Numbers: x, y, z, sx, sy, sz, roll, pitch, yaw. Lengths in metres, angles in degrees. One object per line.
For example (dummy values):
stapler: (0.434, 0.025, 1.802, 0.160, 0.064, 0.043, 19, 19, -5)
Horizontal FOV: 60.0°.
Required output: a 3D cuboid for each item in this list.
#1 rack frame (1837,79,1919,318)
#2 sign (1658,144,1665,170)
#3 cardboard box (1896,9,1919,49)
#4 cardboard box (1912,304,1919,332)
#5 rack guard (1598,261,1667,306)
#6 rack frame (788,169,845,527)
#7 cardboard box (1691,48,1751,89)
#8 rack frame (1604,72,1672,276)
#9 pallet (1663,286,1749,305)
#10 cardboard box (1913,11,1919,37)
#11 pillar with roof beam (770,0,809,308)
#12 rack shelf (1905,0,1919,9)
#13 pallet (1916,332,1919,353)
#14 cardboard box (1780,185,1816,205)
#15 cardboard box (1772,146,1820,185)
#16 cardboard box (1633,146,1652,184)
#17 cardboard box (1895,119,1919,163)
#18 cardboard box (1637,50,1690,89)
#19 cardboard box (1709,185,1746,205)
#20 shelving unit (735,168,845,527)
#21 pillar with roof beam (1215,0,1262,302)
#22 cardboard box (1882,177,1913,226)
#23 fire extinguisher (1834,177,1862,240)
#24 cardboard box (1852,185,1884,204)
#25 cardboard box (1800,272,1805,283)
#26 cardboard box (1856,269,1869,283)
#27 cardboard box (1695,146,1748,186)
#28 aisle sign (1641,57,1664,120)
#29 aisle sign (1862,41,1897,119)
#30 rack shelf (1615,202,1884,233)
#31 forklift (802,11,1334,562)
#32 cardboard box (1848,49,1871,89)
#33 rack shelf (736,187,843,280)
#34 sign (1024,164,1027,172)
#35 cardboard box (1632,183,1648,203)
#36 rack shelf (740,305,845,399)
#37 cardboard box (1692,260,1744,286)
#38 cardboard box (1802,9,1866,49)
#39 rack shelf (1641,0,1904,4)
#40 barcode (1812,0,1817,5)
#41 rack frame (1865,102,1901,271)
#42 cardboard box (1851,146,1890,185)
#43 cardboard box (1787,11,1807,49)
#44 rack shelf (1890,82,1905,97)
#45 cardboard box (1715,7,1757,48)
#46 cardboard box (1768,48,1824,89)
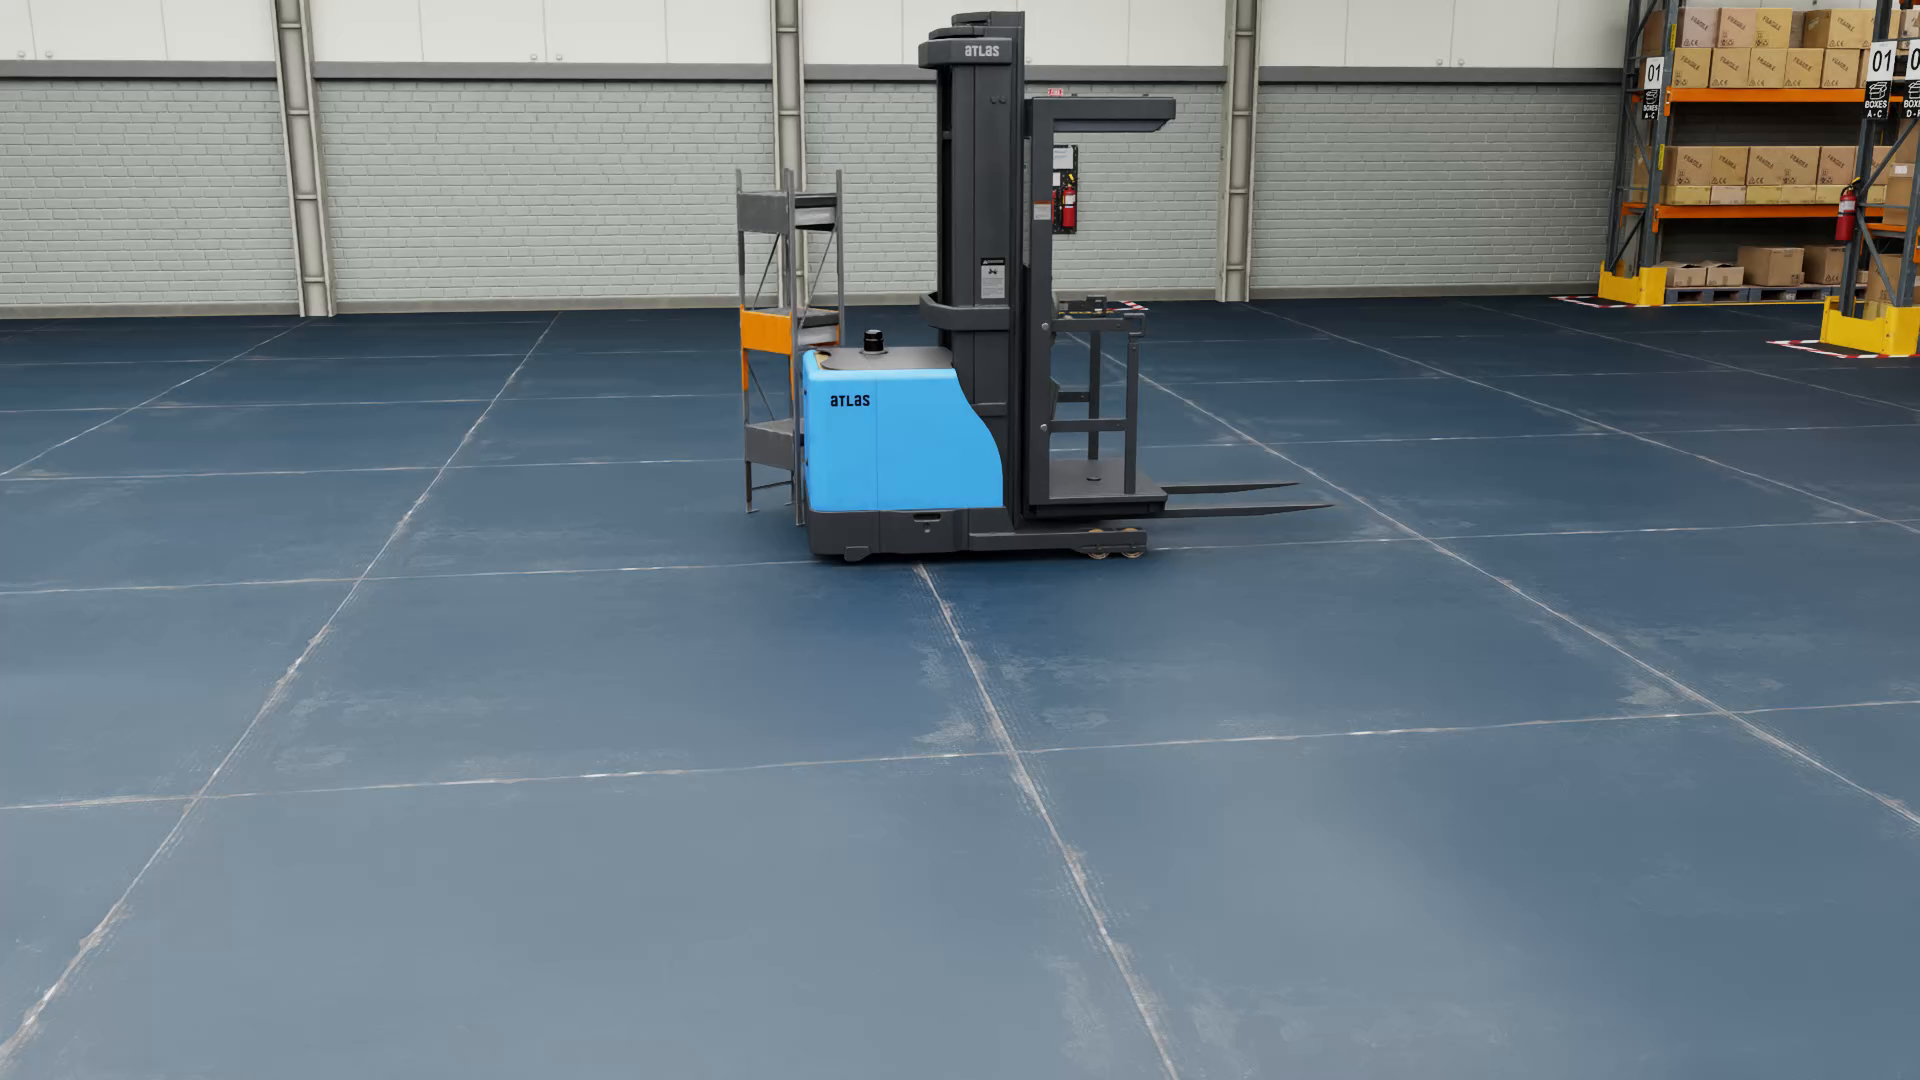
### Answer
rack frame: (9.844, -3.536, 17.656, 0.127, 3.000, 1.000, -2, 14, -8)
sign: (9.183, -5.017, 21.781, 0.005, 0.325, 0.100, -2, 14, -8)
cardboard box: (12.603, -6.787, 22.151, 0.500, 0.500, 0.500, -3, 14, -13)
cardboard box: (10.407, -2.372, 17.803, 0.500, 0.250, 0.500, -2, 14, -8)
rack guard: (9.177, -3.518, 22.721, 0.348, 0.500, 1.175, -2, 14, -8)
rack frame: (-0.843, -1.135, 9.931, 0.015, 2.100, 0.400, 14, 20, 43)
cardboard box: (10.007, -6.204, 21.879, 0.500, 0.500, 0.500, -1, 14, -5)
rack frame: (9.102, -4.728, 22.406, 0.127, 3.000, 1.000, -2, 14, -8)
pallet: (9.986, -3.399, 22.840, 1.213, 0.211, 1.003, -2, 14, -8)
cardboard box: (10.413, -5.333, 17.289, 0.637, 0.503, 0.797, -1, 14, -4)
pillar with roof beam: (-1.559, -6.400, 16.744, 0.400, 9.000, 9.100, -2, 14, -8)
rack shelf: (15.035, -7.312, 22.680, 4.000, 0.370, 1.077, -2, 14, -8)
pallet: (10.594, -2.221, 18.145, 1.213, 0.211, 1.003, -2, 14, -8)
cardboard box: (11.148, -4.663, 22.416, 0.500, 0.250, 0.500, -2, 14, -8)
cardboard box: (11.130, -5.028, 22.328, 0.500, 0.500, 0.500, -2, 14, -7)
cardboard box: (9.537, -5.096, 22.603, 0.500, 0.500, 0.500, -2, 14, -9)
cardboard box: (10.360, -4.230, 17.548, 0.500, 0.500, 0.700, -2, 14, -8)
cardboard box: (9.477, -6.317, 22.330, 0.500, 0.500, 0.500, -1, 14, -4)
cardboard box: (10.143, -4.628, 22.277, 0.500, 0.250, 0.500, -3, 14, -10)
shelving unit: (-1.016, -1.177, 10.098, 0.503, 2.100, 0.431, 14, 20, 43)
pillar with roof beam: (4.374, -6.618, 17.611, 0.400, 9.000, 9.100, -2, 14, -8)
cardboard box: (10.307, -3.598, 17.699, 0.500, 0.500, 0.700, -2, 14, -8)
fire extinguisher: (9.658, -3.606, 18.093, 0.183, 0.674, 0.296, -2, 14, -8)
cardboard box: (12.140, -4.703, 22.577, 0.500, 0.250, 0.500, -2, 14, -8)
cardboard box: (11.473, -3.650, 23.066, 0.250, 0.149, 0.380, -3, 14, -13)
cardboard box: (12.533, -3.685, 23.169, 0.250, 0.166, 0.380, -4, 15, -16)
cardboard box: (10.109, -4.989, 22.173, 0.500, 0.500, 0.500, -2, 14, -8)
aisle sign: (9.076, -5.914, 21.792, 0.004, 0.787, 0.394, -2, 14, -8)
aisle sign: (9.735, -4.865, 17.612, 0.004, 0.787, 0.394, -2, 14, -8)
rack shelf: (11.080, -4.451, 22.783, 4.000, 0.370, 1.077, -2, 14, -8)
forklift: (0.619, -1.441, 9.443, 3.031, 2.935, 1.130, -2, 14, -7)
cardboard box: (12.093, -6.293, 22.234, 0.500, 0.500, 0.500, -3, 14, -13)
rack shelf: (-1.016, -1.843, 9.931, 0.480, 0.518, 0.431, 14, 20, 43)
sign: (0.727, -4.940, 22.092, 0.331, 0.109, 0.001, -2, 14, -8)
cardboard box: (9.536, -4.728, 22.676, 0.500, 0.250, 0.500, -2, 14, -7)
rack shelf: (-1.016, -1.164, 10.102, 0.480, 0.518, 0.431, 14, 20, 43)
cardboard box: (10.364, -3.661, 22.776, 0.500, 0.311, 0.500, -1, 14, -4)
cardboard box: (11.547, -6.743, 21.976, 0.500, 0.500, 0.500, -3, 14, -10)
rack shelf: (11.080, -7.359, 22.053, 4.000, 0.370, 1.077, -2, 14, -8)
barcode: (11.619, -7.302, 22.600, 0.075, 0.075, 0.001, -2, 14, -8)
rack frame: (13.058, -4.873, 22.984, 0.127, 3.000, 1.000, -2, 14, -8)
cardboard box: (12.143, -5.062, 22.466, 0.500, 0.500, 0.500, -2, 14, -9)
cardboard box: (11.017, -6.856, 22.423, 0.500, 0.500, 0.500, -2, 14, -8)
rack shelf: (11.822, -4.715, 17.667, 4.000, 0.370, 1.077, -2, 14, -8)
cardboard box: (10.023, -6.687, 21.752, 0.500, 0.500, 0.500, -2, 14, -9)
cardboard box: (11.046, -6.248, 22.055, 0.500, 0.500, 0.500, -1, 14, -5)
